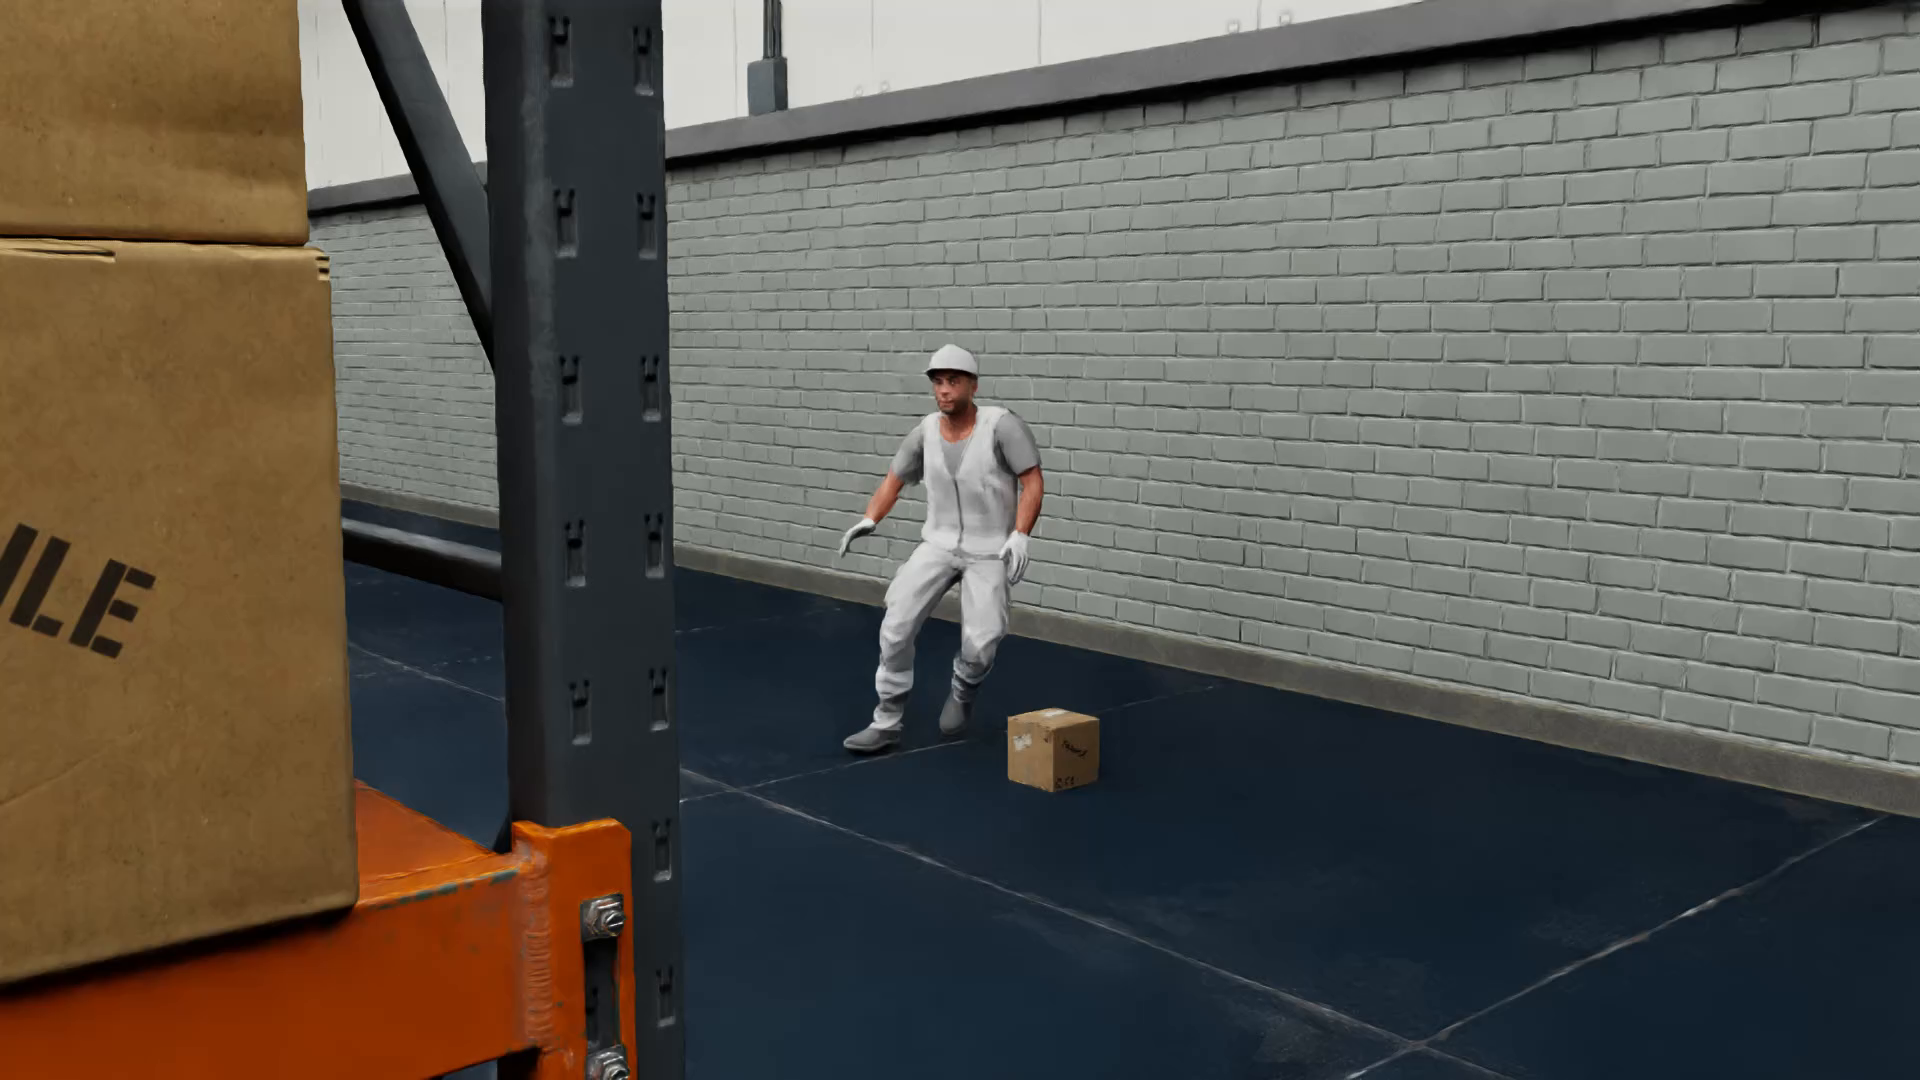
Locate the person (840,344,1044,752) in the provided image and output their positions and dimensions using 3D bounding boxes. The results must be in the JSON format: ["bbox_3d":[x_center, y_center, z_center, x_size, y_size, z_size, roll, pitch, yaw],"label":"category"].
[{"bbox_3d":[-0.051,0.030,6.875,0.801,1.667,0.613,2,8,14],"label":"person"}]
